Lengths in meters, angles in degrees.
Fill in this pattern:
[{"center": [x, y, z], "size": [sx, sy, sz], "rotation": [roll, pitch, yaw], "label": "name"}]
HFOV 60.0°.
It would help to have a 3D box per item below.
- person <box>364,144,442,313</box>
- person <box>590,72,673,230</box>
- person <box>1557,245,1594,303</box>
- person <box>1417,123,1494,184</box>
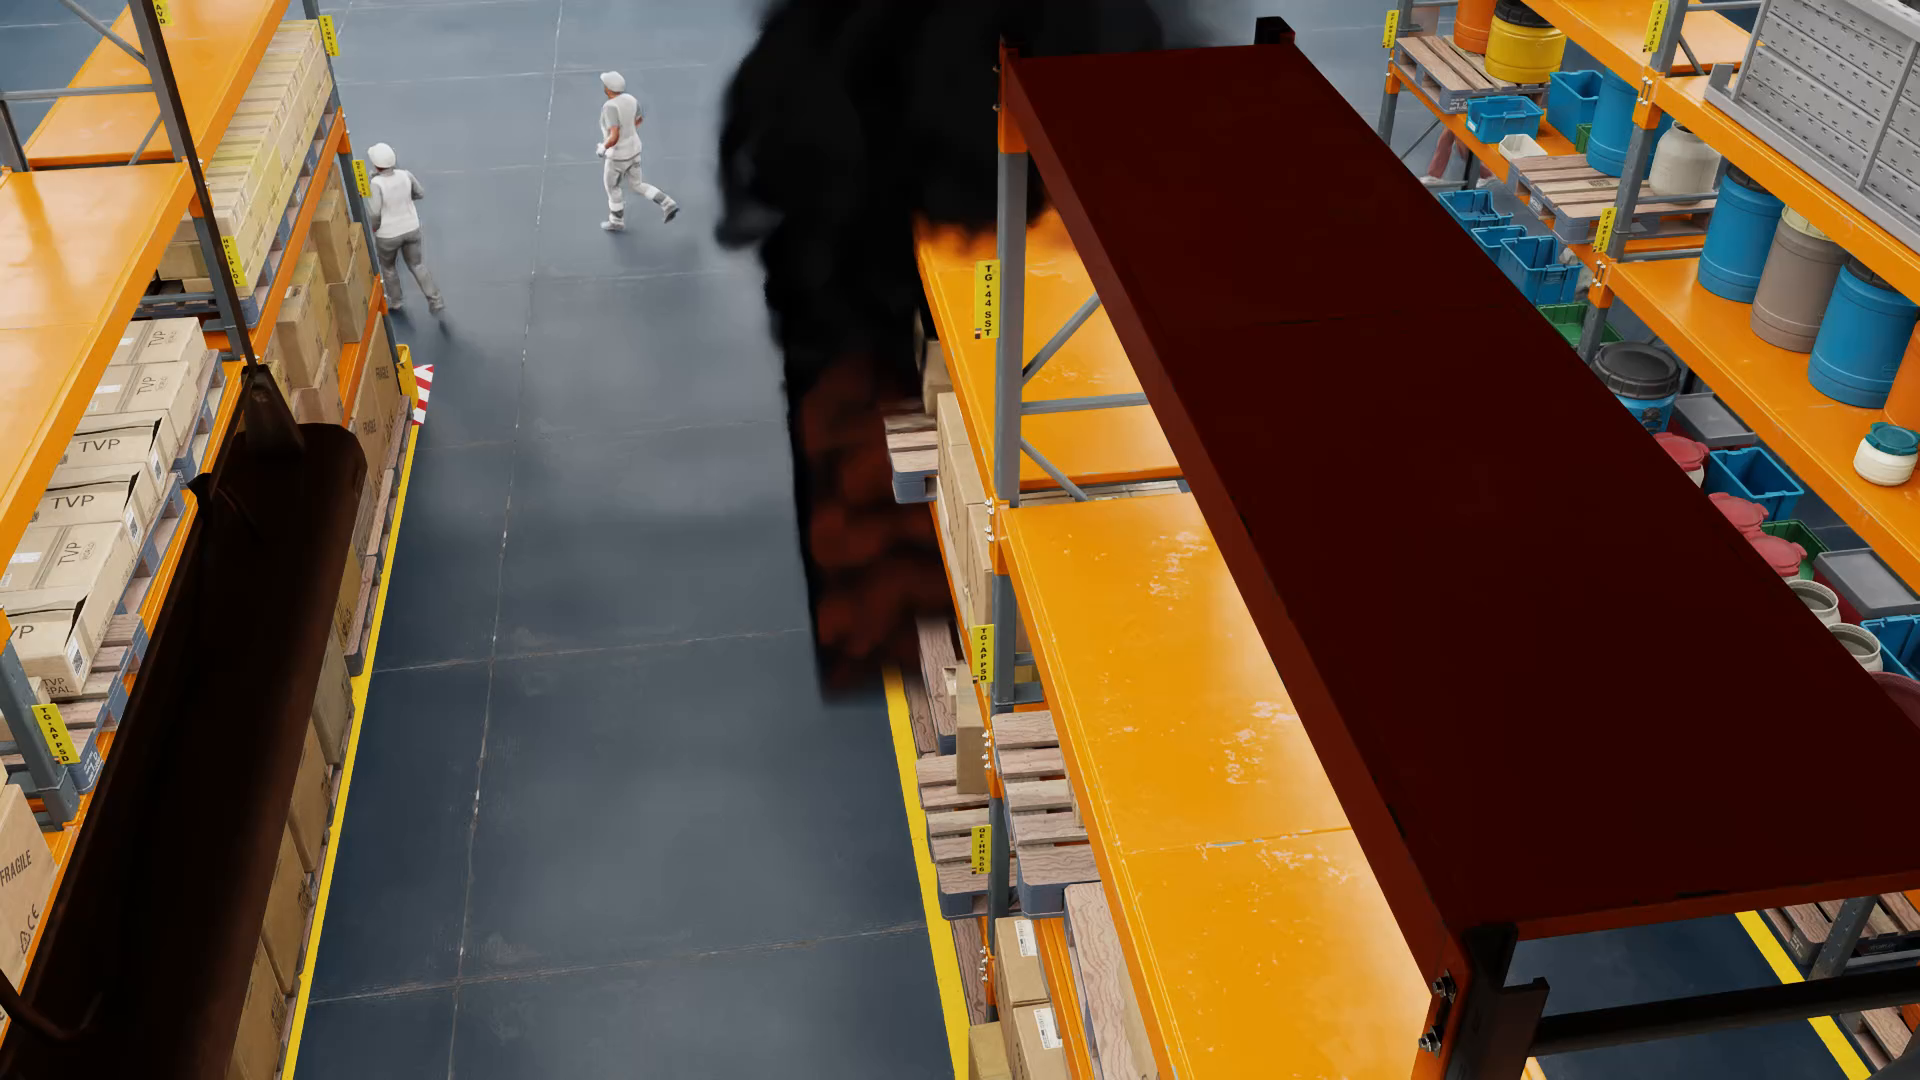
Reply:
[{"center": [-5.420, -2.967, 15.996], "size": [0.665, 1.792, 0.830], "rotation": [-30, 46, -34], "label": "person"}, {"center": [-3.530, -4.030, 17.466], "size": [0.867, 1.779, 0.663], "rotation": [16, 39, 21], "label": "person"}, {"center": [5.745, -2.380, 15.367], "size": [0.560, 1.578, 0.676], "rotation": [-8, 37, -10], "label": "person"}, {"center": [5.561, -4.651, 18.381], "size": [0.889, 1.680, 0.565], "rotation": [14, 39, 18], "label": "person"}]
